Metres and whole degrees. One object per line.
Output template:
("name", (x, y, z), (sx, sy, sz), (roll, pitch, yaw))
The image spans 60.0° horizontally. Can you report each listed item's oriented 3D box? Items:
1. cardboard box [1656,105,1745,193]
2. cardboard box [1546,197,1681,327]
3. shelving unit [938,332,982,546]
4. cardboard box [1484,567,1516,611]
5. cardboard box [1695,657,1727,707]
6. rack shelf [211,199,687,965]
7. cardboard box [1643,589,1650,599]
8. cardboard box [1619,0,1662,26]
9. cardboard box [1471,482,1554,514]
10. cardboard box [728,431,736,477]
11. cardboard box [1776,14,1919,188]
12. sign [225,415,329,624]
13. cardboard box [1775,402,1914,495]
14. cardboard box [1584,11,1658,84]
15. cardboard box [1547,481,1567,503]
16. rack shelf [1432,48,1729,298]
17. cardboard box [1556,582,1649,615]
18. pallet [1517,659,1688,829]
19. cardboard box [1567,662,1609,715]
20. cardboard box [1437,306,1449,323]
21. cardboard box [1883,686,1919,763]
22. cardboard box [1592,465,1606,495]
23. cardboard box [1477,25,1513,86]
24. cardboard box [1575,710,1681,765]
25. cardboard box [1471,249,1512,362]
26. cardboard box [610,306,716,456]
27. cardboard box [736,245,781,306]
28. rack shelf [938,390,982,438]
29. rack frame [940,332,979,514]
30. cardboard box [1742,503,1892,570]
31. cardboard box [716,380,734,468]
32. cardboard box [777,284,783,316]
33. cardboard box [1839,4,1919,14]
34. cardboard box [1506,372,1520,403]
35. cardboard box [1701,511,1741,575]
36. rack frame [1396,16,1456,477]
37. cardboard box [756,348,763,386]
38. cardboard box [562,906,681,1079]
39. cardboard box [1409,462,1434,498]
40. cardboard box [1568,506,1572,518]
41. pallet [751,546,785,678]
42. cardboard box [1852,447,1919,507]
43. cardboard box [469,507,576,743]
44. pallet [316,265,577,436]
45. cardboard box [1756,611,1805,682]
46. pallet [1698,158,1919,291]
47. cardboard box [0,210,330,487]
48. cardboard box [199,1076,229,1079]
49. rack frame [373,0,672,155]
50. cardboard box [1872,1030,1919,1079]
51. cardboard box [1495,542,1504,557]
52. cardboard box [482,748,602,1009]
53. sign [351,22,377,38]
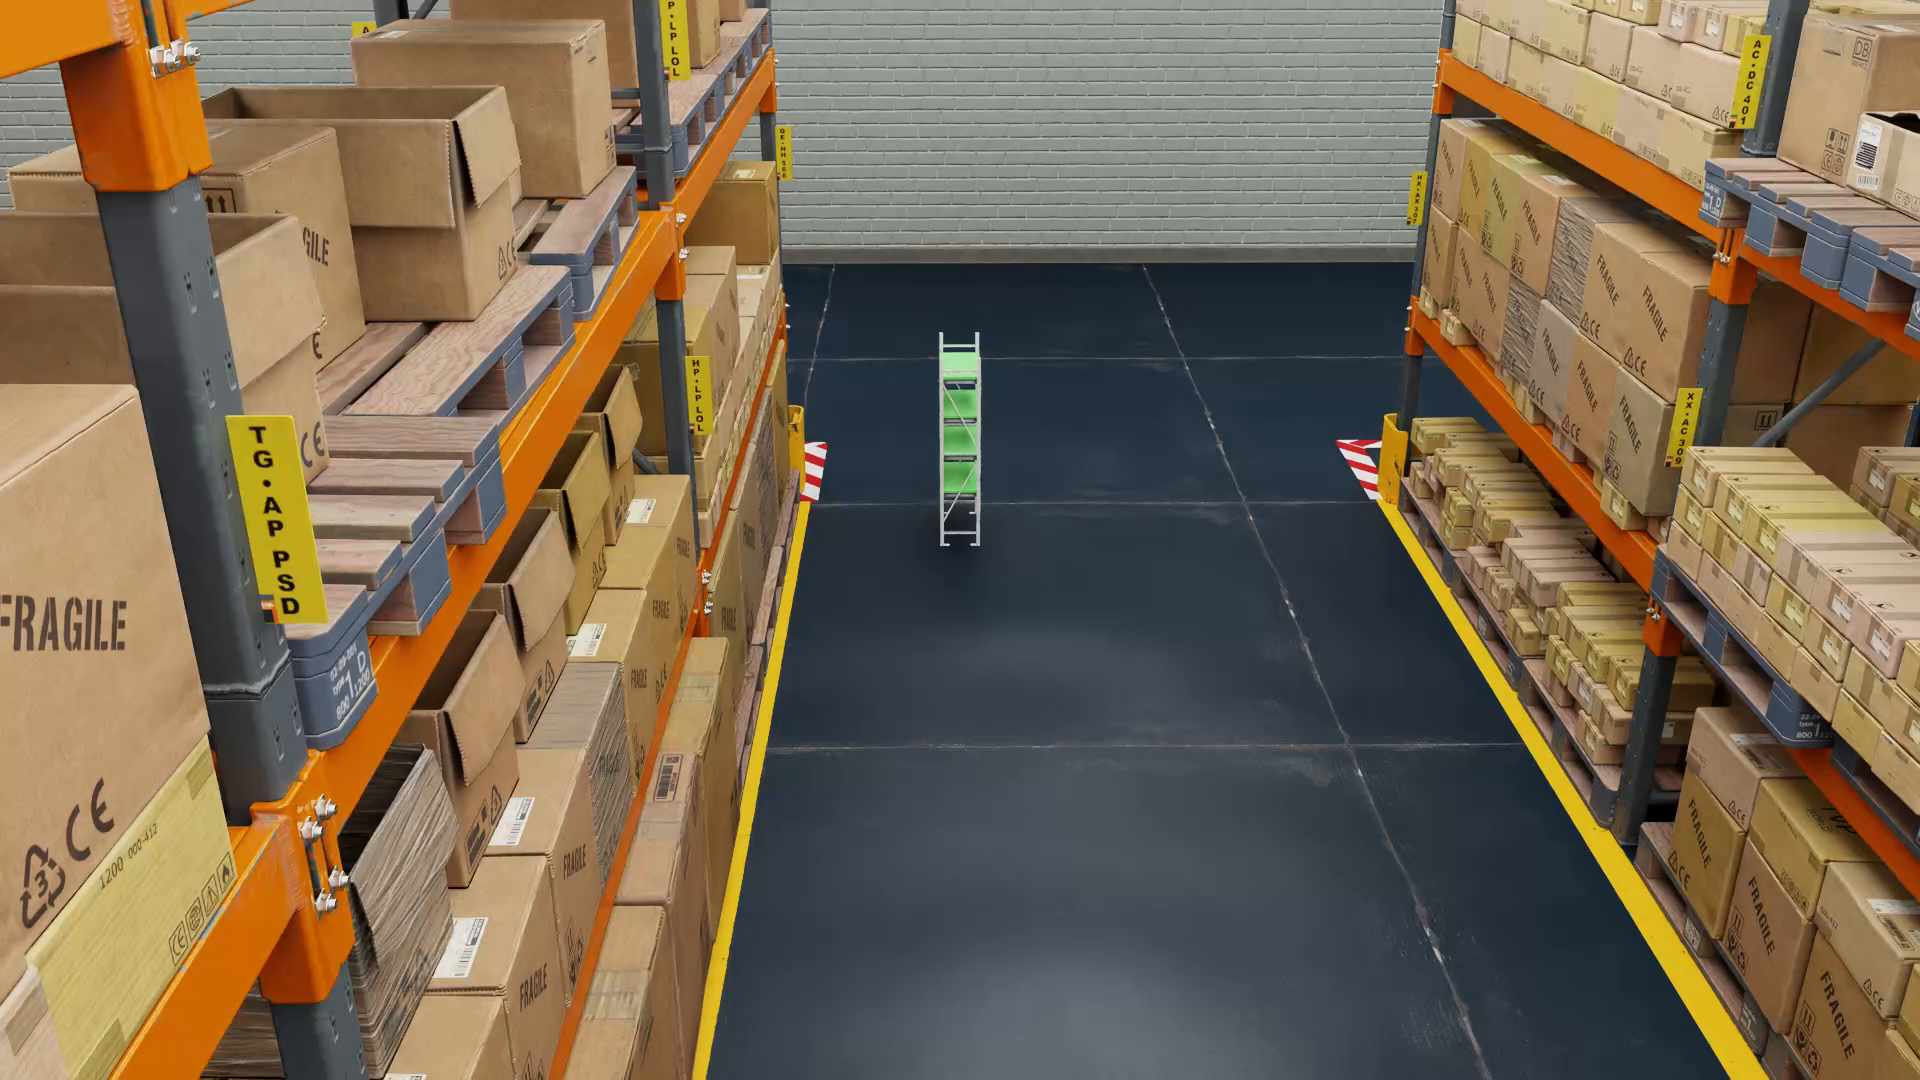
("cardboard box", (3.112, -1.550, 6.579), (0.500, 0.250, 0.500), (0, 24, 1))
("cardboard box", (3.110, -1.304, 7.797), (0.500, 0.500, 0.500), (0, 24, 1))
("shelving unit", (-0.002, -0.615, 10.154), (0.258, 1.200, 0.503), (0, 24, -1))
("cardboard box", (3.060, 0.263, 8.977), (0.380, 0.149, 0.250), (0, 24, -1))
("cardboard box", (3.611, 0.667, 7.725), (0.380, 0.149, 0.250), (0, 24, 0))
("rack shelf", (-1.551, -0.285, 4.473), (1.077, 0.370, 4.000), (0, 24, -1))
("cardboard box", (3.570, 0.318, 8.135), (0.380, 0.149, 0.250), (-1, 24, -2))
("cardboard box", (3.092, -2.316, 7.182), (0.380, 0.149, 0.250), (-1, 24, -3))
("cardboard box", (3.087, -0.211, 9.305), (0.380, 0.149, 0.250), (1, 24, 2))
("cardboard box", (-1.254, -0.404, 7.808), (0.380, 0.149, 0.250), (-1, 24, -2))
("cardboard box", (3.282, -1.498, 5.650), (0.700, 0.500, 0.500), (0, 24, 0))
("sign", (-0.987, -0.026, 2.399), (0.100, 0.325, 0.005), (0, 24, -1))
("cardboard box", (3.634, -0.437, 7.094), (0.500, 0.500, 0.500), (-1, 24, -2))
("cardboard box", (3.124, -2.195, 7.399), (0.500, 0.250, 0.500), (1, 24, 2))
("cardboard box", (3.618, -0.328, 9.564), (0.380, 0.149, 0.250), (-1, 24, -3))
("rack shelf", (3.366, -1.914, 8.074), (1.077, 0.370, 4.000), (0, 24, -1))
("cardboard box", (3.147, 0.326, 8.118), (0.380, 0.149, 0.250), (1, 24, 1))
("pallet", (3.345, 0.943, 7.908), (1.003, 0.211, 1.213), (0, 24, -1))
("cardboard box", (3.051, 0.682, 7.692), (0.380, 0.149, 0.250), (-1, 24, -3))
("cardboard box", (3.064, -1.345, 9.888), (0.380, 0.149, 0.250), (1, 24, 1))
("cardboard box", (2.951, 0.546, 4.837), (0.380, 0.149, 0.250), (-1, 24, -2))
("cardboard box", (3.096, -0.269, 7.509), (0.380, 0.149, 0.250), (1, 24, 2))
("cardboard box", (3.095, -2.594, 8.888), (0.500, 0.250, 0.500), (1, 24, 1))
("cardboard box", (3.043, 0.897, 7.577), (0.380, 0.149, 0.250), (0, 24, 0))
("cardboard box", (3.097, -1.271, 8.939), (0.500, 0.500, 0.500), (0, 24, 0))
("cardboard box", (-1.322, -0.677, 7.019), (0.500, 0.500, 0.500), (0, 24, -1))
("cardboard box", (-1.346, -1.587, 9.940), (0.500, 0.250, 0.500), (-1, 24, -1))
("rack shelf", (-0.002, -0.775, 10.081), (0.258, 0.148, 0.480), (0, 24, -1))
("rack frame", (-0.004, -0.715, 10.376), (0.240, 1.200, 0.015), (0, 24, -1))
("cardboard box", (2.941, -0.014, 5.714), (0.380, 0.149, 0.250), (0, 24, 0))
("cardboard box", (-1.317, -0.537, 7.618), (0.500, 0.250, 0.500), (0, 24, -1))
("cardboard box", (-1.283, -1.458, 10.140), (0.380, 0.149, 0.250), (0, 24, 0))
("cardboard box", (3.657, -1.992, 6.465), (0.380, 0.149, 0.250), (-1, 24, -3))
("cardboard box", (3.088, -0.807, 8.699), (0.380, 0.149, 0.250), (1, 24, 1))
("cardboard box", (2.937, 0.008, 6.026), (0.380, 0.149, 0.250), (-1, 24, -2))
("rack frame", (3.344, -1.699, 10.366), (1.000, 3.000, 0.127), (0, 24, -1))
("cardboard box", (-1.267, -0.931, 8.973), (0.380, 0.149, 0.250), (0, 24, 0))
("cardboard box", (-1.518, 1.703, 4.913), (1.225, 0.875, 0.875), (0, 24, 0))
("cardboard box", (3.030, -0.374, 10.387), (0.380, 0.149, 0.250), (0, 24, 1))
("cardboard box", (3.661, -0.083, 9.383), (0.380, 0.149, 0.250), (0, 24, 0))
("pallet", (-1.519, 0.383, 9.147), (1.003, 0.211, 1.213), (0, 24, -1))
("cardboard box", (3.587, -0.234, 6.201), (0.380, 0.149, 0.250), (1, 24, 2))
("cardboard box", (-1.539, 0.229, 4.764), (0.797, 0.503, 0.637), (1, 24, 1))
("pallet", (-1.605, -0.428, 4.146), (1.003, 0.211, 1.213), (1, 24, 2))
("cardboard box", (2.942, 0.358, 5.615), (0.380, 0.149, 0.250), (0, 24, 0))
("pallet", (3.288, -1.077, 5.579), (1.213, 0.211, 1.003), (0, 24, -1))
("cardboard box", (-1.608, -0.278, 2.949), (0.797, 0.503, 0.637), (1, 24, 3))
("cardboard box", (-1.782, 1.330, 3.547), (0.500, 0.500, 0.500), (0, 24, 1))
("rack frame", (-1.573, -2.803, 5.528), (1.000, 3.000, 0.127), (0, 24, -1))
("cardboard box", (3.139, 1.843, 5.058), (0.500, 0.500, 0.500), (-1, 24, -3))
("cardboard box", (3.167, 0.030, 9.132), (0.380, 0.149, 0.250), (1, 24, 2))
("cardboard box", (-1.280, 0.908, 4.482), (0.500, 0.500, 0.500), (-1, 24, -2))
("sign", (-2.128, -1.705, 6.017), (0.100, 0.325, 0.005), (0, 24, -1))
